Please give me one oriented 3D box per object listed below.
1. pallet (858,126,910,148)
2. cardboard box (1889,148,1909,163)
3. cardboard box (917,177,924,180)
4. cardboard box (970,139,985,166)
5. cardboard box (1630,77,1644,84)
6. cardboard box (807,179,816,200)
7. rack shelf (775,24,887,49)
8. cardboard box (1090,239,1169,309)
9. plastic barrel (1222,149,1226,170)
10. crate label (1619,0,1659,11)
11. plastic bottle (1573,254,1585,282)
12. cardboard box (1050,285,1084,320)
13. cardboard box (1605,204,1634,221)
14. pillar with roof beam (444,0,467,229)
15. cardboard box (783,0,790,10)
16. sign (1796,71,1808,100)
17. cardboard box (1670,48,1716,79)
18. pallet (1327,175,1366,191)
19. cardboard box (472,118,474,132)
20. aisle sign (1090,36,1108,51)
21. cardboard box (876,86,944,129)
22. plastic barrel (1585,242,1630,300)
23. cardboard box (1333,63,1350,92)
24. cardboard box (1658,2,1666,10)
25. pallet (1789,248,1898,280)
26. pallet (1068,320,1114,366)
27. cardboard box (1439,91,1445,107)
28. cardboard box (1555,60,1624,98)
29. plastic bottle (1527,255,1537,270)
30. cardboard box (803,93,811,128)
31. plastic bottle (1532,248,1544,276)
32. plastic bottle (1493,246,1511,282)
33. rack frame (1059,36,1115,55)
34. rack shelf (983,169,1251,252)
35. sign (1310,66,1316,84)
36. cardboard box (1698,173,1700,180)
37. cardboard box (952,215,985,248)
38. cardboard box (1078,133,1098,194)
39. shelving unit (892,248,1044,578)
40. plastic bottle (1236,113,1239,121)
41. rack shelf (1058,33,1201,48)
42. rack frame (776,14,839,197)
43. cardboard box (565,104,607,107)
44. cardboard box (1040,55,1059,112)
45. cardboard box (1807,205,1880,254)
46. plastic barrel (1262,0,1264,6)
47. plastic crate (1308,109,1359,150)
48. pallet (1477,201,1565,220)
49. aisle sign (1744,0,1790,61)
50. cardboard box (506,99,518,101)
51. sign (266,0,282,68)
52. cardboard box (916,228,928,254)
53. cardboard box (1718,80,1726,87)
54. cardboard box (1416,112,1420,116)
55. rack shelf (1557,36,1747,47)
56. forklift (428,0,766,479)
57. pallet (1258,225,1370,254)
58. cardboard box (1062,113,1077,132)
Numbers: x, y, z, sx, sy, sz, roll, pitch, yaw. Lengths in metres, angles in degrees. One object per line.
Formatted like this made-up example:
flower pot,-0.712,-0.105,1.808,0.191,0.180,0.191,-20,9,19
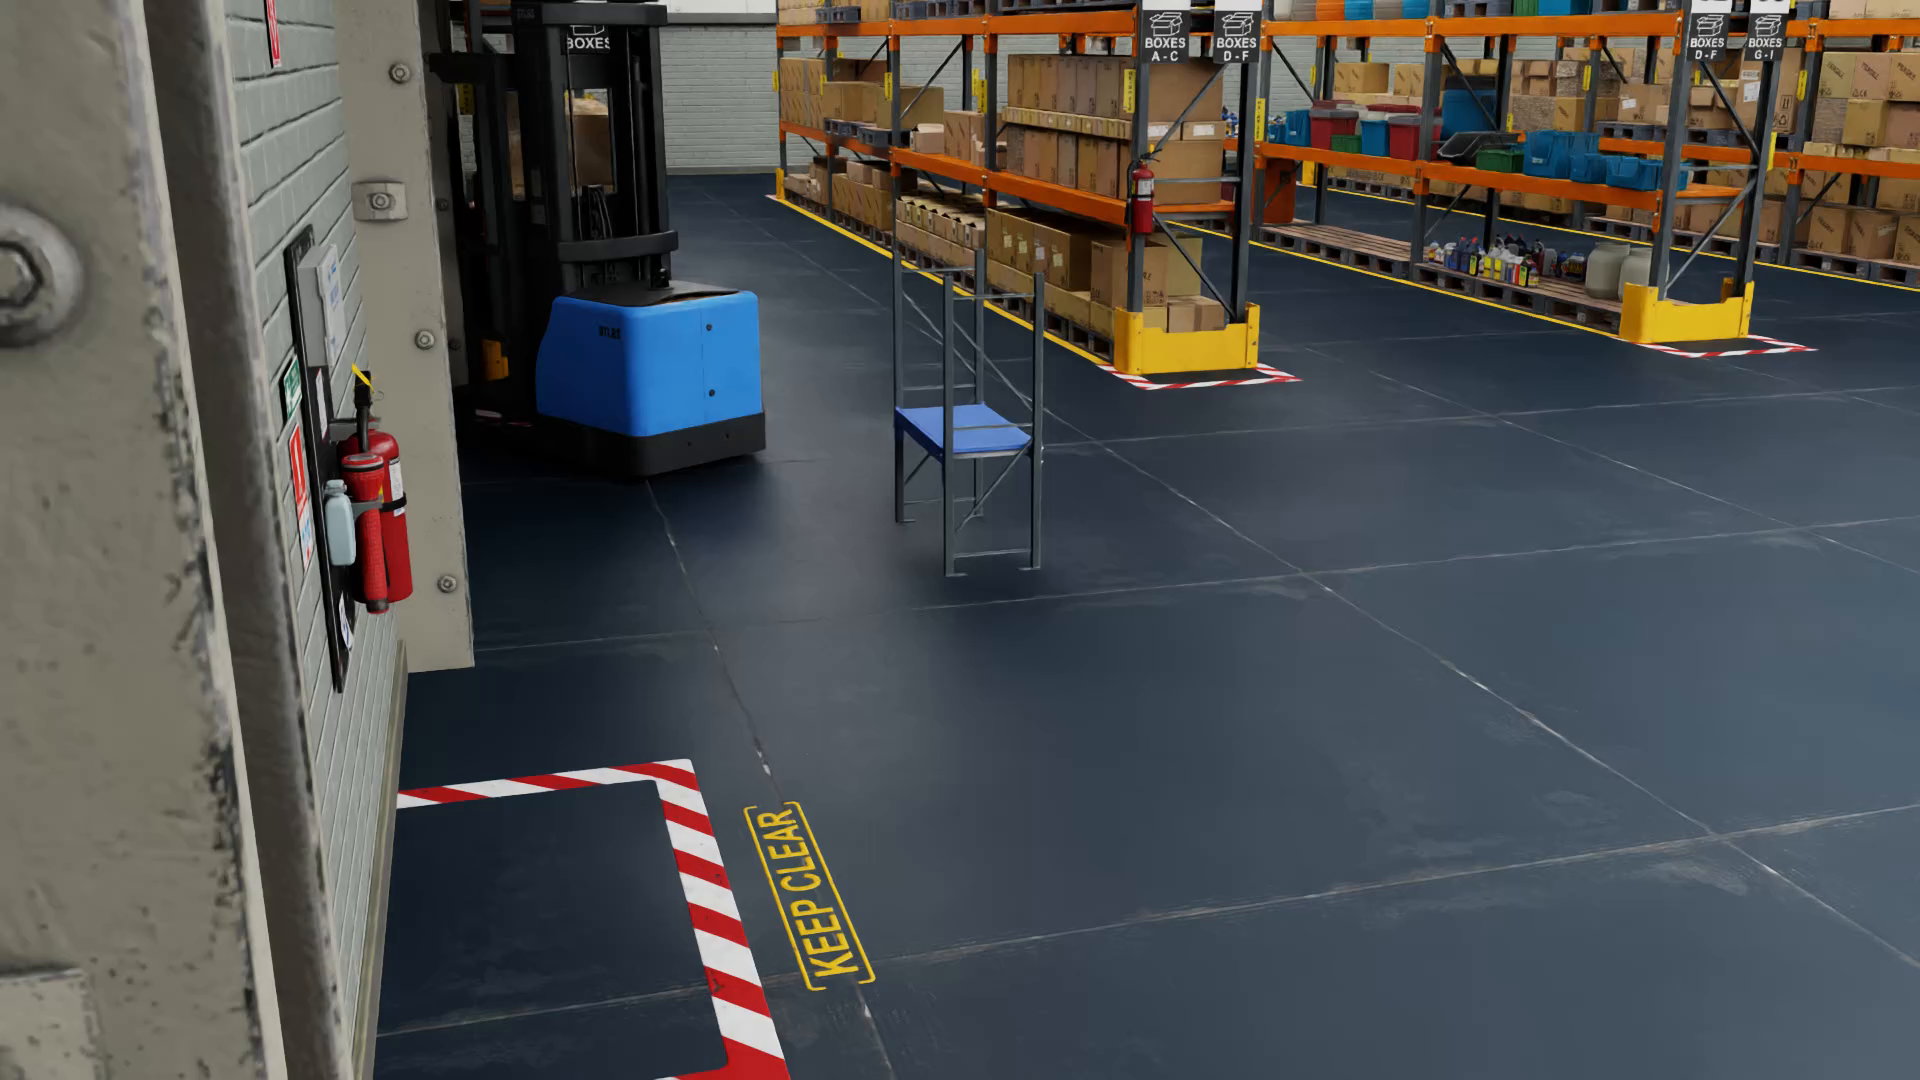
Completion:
pallet,-0.604,-5.166,21.269,1.213,0.211,1.003,-5,17,-15
cardboard box,10.412,-4.204,18.170,0.380,0.149,0.250,-5,17,-15
cardboard box,-0.774,-4.806,23.317,0.500,0.500,0.500,-4,17,-15
cardboard box,0.330,-4.134,17.733,0.396,0.266,0.258,-5,17,-17
cardboard box,12.191,-7.912,29.386,0.500,0.500,0.500,-5,17,-16
cardboard box,-2.085,-5.448,25.783,0.500,0.311,0.500,-5,17,-15
rack shelf,-2.000,-7.827,25.832,1.077,0.370,4.000,-5,17,-15
cardboard box,1.414,-2.231,13.911,0.500,0.500,0.500,-5,17,-15
plastic barrel,3.641,-5.421,24.703,0.600,0.901,0.708,-5,17,-15
crate label,6.415,-5.163,15.969,0.502,0.251,0.408,-5,17,-15
plastic bottle,6.319,-2.778,16.965,0.097,0.271,0.097,0,17,0
cardboard box,1.128,-2.148,14.937,0.500,0.250,0.500,-5,17,-15
cardboard box,9.379,-4.688,22.924,0.700,0.500,0.500,-6,18,-18
pillar with roof beam,-3.097,-9.128,23.698,9.100,9.000,0.400,-5,17,-15
cardboard box,-2.528,-8.591,26.516,0.500,0.250,0.500,-5,17,-15
sign,9.742,-5.261,19.240,0.100,0.325,0.005,-5,17,-15
cardboard box,12.484,-8.106,28.296,0.500,0.500,0.500,-5,18,-17
pallet,7.272,-6.520,30.291,1.003,0.211,1.213,-5,17,-15
cardboard box,-5.910,-5.416,21.042,0.500,0.500,0.500,-4,17,-14
aisle sign,2.476,-8.967,29.072,0.394,0.787,0.004,-5,17,-15
cardboard box,-0.632,-5.490,21.111,0.700,0.500,0.500,-12,20,-34
plastic barrel,6.219,-2.578,15.914,0.421,0.512,0.421,0,17,0
cardboard box,6.986,-8.208,29.503,0.500,0.500,0.500,-5,17,-17
cardboard box,9.351,-6.789,21.386,0.500,0.250,0.500,-4,17,-14
pallet,10.493,-3.233,19.348,1.003,0.211,1.213,-5,17,-15
pallet,1.597,-1.736,14.363,1.003,0.211,1.213,-5,17,-15
cardboard box,7.962,-6.865,26.419,0.500,0.500,0.500,-5,17,-15
cardboard box,8.990,-6.590,23.758,0.797,0.503,0.637,-4,17,-13
plastic bottle,5.745,-2.717,16.740,0.061,0.283,0.133,-5,17,-15
cardboard box,-2.120,-6.632,25.644,0.500,0.500,0.500,-4,17,-14
plastic bottle,6.047,-2.918,17.409,0.061,0.283,0.133,-5,17,-15
plastic bottle,5.555,-2.825,16.981,0.144,0.351,0.185,-4,17,-13
rack frame,2.214,-7.679,29.302,1.000,3.000,0.127,-5,17,-15
rack shelf,1.298,-3.071,15.214,1.077,0.370,4.000,-5,17,-15
sign,6.441,-8.481,30.329,0.100,0.325,0.005,-5,17,-15
cardboard box,13.009,-6.364,29.150,0.380,0.149,0.250,-4,17,-14
cardboard box,0.213,-3.355,17.981,0.500,0.311,0.500,-4,17,-14
cardboard box,1.452,-3.324,14.628,0.700,0.500,0.500,-5,17,-15
shelving unit,0.023,-0.695,8.658,0.538,1.500,1.048,-5,17,-15
plastic bottle,4.073,-6.088,24.221,0.152,0.276,0.135,-5,17,-15
rack shelf,2.764,-8.218,27.133,1.077,0.370,4.000,-5,17,-15
rack frame,-2.549,-7.289,28.002,1.000,3.000,0.127,-5,17,-15
cardboard box,-3.172,-3.346,13.798,0.500,0.500,0.500,-4,17,-14
cardboard box,1.154,-4.238,15.418,0.700,0.500,0.500,-5,17,-15
cardboard box,10.346,-3.642,19.476,0.500,0.500,0.500,-5,18,-17
plastic barrel,4.260,-7.467,21.905,0.600,0.830,0.708,-5,17,-15
plastic crate,4.563,-5.026,20.358,0.402,0.464,0.583,-5,17,-15
pallet,8.699,-5.083,25.508,1.003,0.211,1.213,-5,17,-15
aisle sign,6.913,-4.502,14.206,0.394,0.787,0.004,-5,17,-15
cardboard box,-4.085,-3.727,15.068,0.500,0.500,0.500,-5,17,-17
sign,-1.740,-1.349,4.200,0.001,0.298,0.199,-5,17,-15
cardboard box,-0.201,-3.510,19.471,0.500,0.250,0.500,-5,17,-17
cardboard box,12.621,-7.472,27.286,0.380,0.149,0.250,-4,17,-14
cardboard box,7.677,-6.902,27.153,0.380,0.149,0.250,-5,17,-15
rack shelf,12.323,-8.974,29.649,1.077,0.370,4.000,-5,17,-15
forklift,-2.673,-2.110,10.883,3.031,2.935,1.130,15,22,40
pallet,4.589,-3.913,21.613,1.003,0.211,1.213,-5,17,-15
cardboard box,1.131,-3.741,14.890,0.380,0.149,0.250,-5,17,-16
